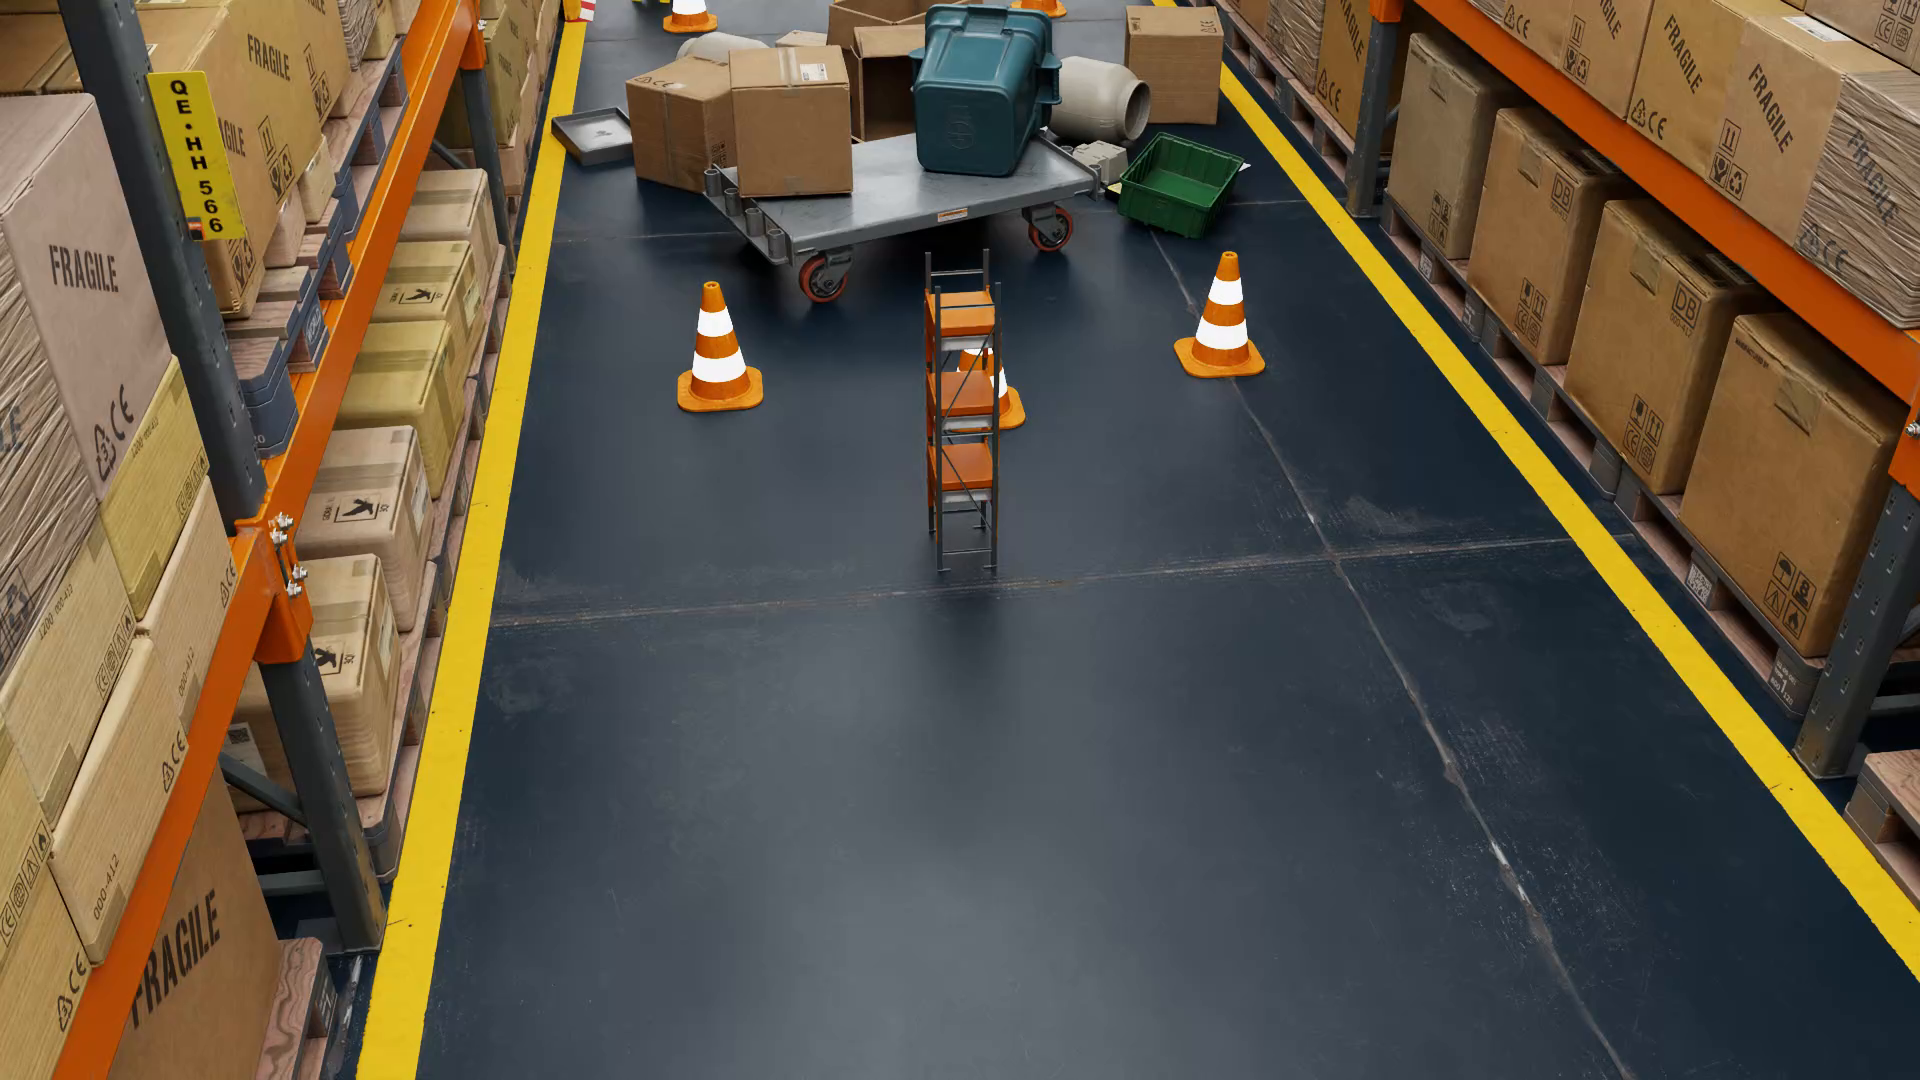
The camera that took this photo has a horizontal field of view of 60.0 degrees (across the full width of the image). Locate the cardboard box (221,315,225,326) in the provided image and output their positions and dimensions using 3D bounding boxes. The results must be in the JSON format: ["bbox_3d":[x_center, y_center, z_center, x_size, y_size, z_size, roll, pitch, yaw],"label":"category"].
[{"bbox_3d":[-1.831,-0.455,3.605,0.380,0.149,0.250,-6,35,-9],"label":"cardboard box"}]

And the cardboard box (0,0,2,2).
[{"bbox_3d":[-2.388,-1.048,3.899,0.500,0.500,0.500,-5,35,-7],"label":"cardboard box"}]

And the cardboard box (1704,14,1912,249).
[{"bbox_3d":[2.528,-1.172,4.718,0.500,0.500,0.500,-4,35,-6],"label":"cardboard box"}]

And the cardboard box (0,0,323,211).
[{"bbox_3d":[-1.879,-1.087,3.955,0.500,0.500,0.500,-3,34,-4],"label":"cardboard box"}]

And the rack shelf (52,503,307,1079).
[{"bbox_3d":[-1.702,1.223,1.930,1.077,0.370,4.000,-4,35,-6],"label":"rack shelf"}]

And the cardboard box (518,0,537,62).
[{"bbox_3d":[-2.473,-2.706,8.461,0.500,0.500,0.500,-3,34,-4],"label":"cardboard box"}]

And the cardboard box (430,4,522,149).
[{"bbox_3d":[-2.321,-2.119,7.599,0.500,0.500,0.500,-3,34,-4],"label":"cardboard box"}]

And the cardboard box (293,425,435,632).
[{"bbox_3d":[-2.144,-0.005,5.054,0.950,0.372,0.625,-5,35,-7],"label":"cardboard box"}]

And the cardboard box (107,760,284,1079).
[{"bbox_3d":[-1.960,0.906,3.271,0.875,0.875,0.875,-5,35,-7],"label":"cardboard box"}]

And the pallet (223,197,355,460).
[{"bbox_3d":[-2.172,-0.501,3.991,1.213,0.211,1.003,-4,35,-6],"label":"pallet"}]

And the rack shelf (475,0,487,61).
[{"bbox_3d":[-2.778,-3.241,8.481,1.077,0.370,4.000,-4,35,-6],"label":"rack shelf"}]

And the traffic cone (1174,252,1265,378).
[{"bbox_3d":[1.067,-0.943,6.722,0.336,0.463,0.334,-4,35,-6],"label":"traffic cone"}]

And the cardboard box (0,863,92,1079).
[{"bbox_3d":[-1.510,0.700,2.192,0.500,0.250,0.500,-5,35,-7],"label":"cardboard box"}]

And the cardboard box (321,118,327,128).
[{"bbox_3d":[-2.029,-1.210,4.712,0.380,0.149,0.250,-3,34,-4],"label":"cardboard box"}]

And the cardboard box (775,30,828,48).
[{"bbox_3d":[-0.869,-2.898,9.871,0.380,0.149,0.250,13,36,18],"label":"cardboard box"}]

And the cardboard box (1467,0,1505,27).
[{"bbox_3d":[2.255,-2.299,6.372,0.500,0.500,0.500,-4,34,-6],"label":"cardboard box"}]

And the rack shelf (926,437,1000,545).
[{"bbox_3d":[0.007,-0.166,5.573,0.215,0.259,0.240,-4,35,-6],"label":"rack shelf"}]

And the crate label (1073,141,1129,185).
[{"bbox_3d":[0.705,-1.922,8.449,0.250,0.136,0.298,27,43,34],"label":"crate label"}]

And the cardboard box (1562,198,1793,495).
[{"bbox_3d":[2.807,-0.700,5.738,1.050,0.750,0.750,-4,34,-6],"label":"cardboard box"}]

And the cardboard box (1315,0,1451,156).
[{"bbox_3d":[2.367,-2.505,8.277,0.875,0.875,0.875,-4,34,-6],"label":"cardboard box"}]

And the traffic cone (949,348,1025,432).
[{"bbox_3d":[0.075,-0.702,6.369,0.336,0.463,0.334,-4,35,-6],"label":"traffic cone"}]

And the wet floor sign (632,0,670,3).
[{"bbox_3d":[-2.012,-3.869,10.854,0.267,0.644,0.232,7,35,10],"label":"wet floor sign"}]

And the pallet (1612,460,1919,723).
[{"bbox_3d":[2.889,0.085,5.438,1.003,0.211,1.213,-4,35,-6],"label":"pallet"}]

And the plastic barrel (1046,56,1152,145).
[{"bbox_3d":[0.710,-2.306,8.758,0.512,0.421,0.421,20,39,26],"label":"plastic barrel"}]

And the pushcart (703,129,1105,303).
[{"bbox_3d":[-0.256,-1.539,7.674,1.648,0.377,0.936,-16,38,-23],"label":"pushcart"}]

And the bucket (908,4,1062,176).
[{"bbox_3d":[0.080,-2.030,7.623,0.726,0.611,0.620,7,45,10],"label":"bucket"}]

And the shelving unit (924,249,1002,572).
[{"bbox_3d":[0.007,-0.404,5.411,0.215,1.050,0.252,-4,35,-6],"label":"shelving unit"}]

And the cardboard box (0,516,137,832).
[{"bbox_3d":[-1.581,0.202,2.479,0.500,0.250,0.500,-5,35,-8],"label":"cardboard box"}]

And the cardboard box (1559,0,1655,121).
[{"bbox_3d":[2.388,-1.737,5.546,0.500,0.500,0.500,-4,34,-6],"label":"cardboard box"}]

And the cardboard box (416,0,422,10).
[{"bbox_3d":[-2.078,-1.936,5.778,0.380,0.149,0.250,-5,35,-7],"label":"cardboard box"}]

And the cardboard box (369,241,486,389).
[{"bbox_3d":[-2.336,-0.817,6.245,0.950,0.372,0.625,-2,34,-3],"label":"cardboard box"}]

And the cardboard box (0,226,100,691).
[{"bbox_3d":[-1.565,-0.090,2.242,0.500,0.500,0.500,-4,34,-6],"label":"cardboard box"}]

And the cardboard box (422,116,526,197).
[{"bbox_3d":[-2.321,-1.809,7.810,0.500,0.250,0.500,-6,35,-9],"label":"cardboard box"}]

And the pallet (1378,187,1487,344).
[{"bbox_3d":[2.561,-1.276,7.436,1.003,0.211,1.213,-4,35,-6],"label":"pallet"}]

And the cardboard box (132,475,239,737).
[{"bbox_3d":[-1.646,0.134,3.022,0.500,0.250,0.500,-6,35,-8],"label":"cardboard box"}]

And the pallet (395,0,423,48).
[{"bbox_3d":[-2.550,-1.906,6.053,1.003,0.211,1.213,-4,35,-6],"label":"pallet"}]

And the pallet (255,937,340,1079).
[{"bbox_3d":[-1.940,1.408,3.497,1.003,0.211,1.213,-4,35,-6],"label":"pallet"}]

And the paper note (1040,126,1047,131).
[{"bbox_3d":[0.387,-2.243,9.021,0.172,0.023,0.155,7,35,10],"label":"paper note"}]

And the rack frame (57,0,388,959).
[{"bbox_3d":[-1.971,-0.190,3.365,1.000,3.000,0.127,-4,35,-6],"label":"rack frame"}]

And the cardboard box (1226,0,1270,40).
[{"bbox_3d":[2.122,-3.517,9.761,0.875,0.875,0.875,-5,35,-7],"label":"cardboard box"}]

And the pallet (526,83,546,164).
[{"bbox_3d":[-2.802,-2.324,8.973,1.003,0.211,1.213,-4,35,-6],"label":"pallet"}]

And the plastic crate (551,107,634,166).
[{"bbox_3d":[-1.908,-2.154,8.840,0.402,0.080,0.583,-16,38,-23],"label":"plastic crate"}]

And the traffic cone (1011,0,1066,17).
[{"bbox_3d":[0.509,-3.634,10.671,0.336,0.463,0.334,-4,35,-6],"label":"traffic cone"}]

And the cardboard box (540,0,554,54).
[{"bbox_3d":[-2.610,-2.971,9.515,0.500,0.250,0.500,-4,35,-6],"label":"cardboard box"}]

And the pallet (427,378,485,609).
[{"bbox_3d":[-2.235,-0.153,5.788,1.003,0.211,1.213,-4,35,-6],"label":"pallet"}]

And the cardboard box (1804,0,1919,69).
[{"bbox_3d":[2.801,-1.609,4.471,0.700,0.500,0.500,-5,35,-7],"label":"cardboard box"}]

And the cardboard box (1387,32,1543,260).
[{"bbox_3d":[2.555,-1.758,7.291,1.050,0.750,0.750,-5,35,-7],"label":"cardboard box"}]

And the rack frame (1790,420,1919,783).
[{"bbox_3d":[2.920,-0.621,3.998,1.000,3.000,0.127,-4,35,-6],"label":"rack frame"}]

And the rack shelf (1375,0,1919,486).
[{"bbox_3d":[2.651,-1.440,5.839,1.077,0.370,4.000,-4,35,-6],"label":"rack shelf"}]

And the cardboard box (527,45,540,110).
[{"bbox_3d":[-2.478,-2.402,8.680,0.500,0.250,0.500,-5,35,-7],"label":"cardboard box"}]

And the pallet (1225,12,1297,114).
[{"bbox_3d":[2.190,-2.814,9.692,1.003,0.211,1.213,-4,35,-6],"label":"pallet"}]

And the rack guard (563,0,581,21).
[{"bbox_3d":[-3.037,-3.579,10.558,1.175,0.500,0.348,-4,35,-6],"label":"rack guard"}]

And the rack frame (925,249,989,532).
[{"bbox_3d":[-0.009,-0.472,5.510,0.200,1.050,0.008,-4,35,-6],"label":"rack frame"}]

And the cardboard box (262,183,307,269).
[{"bbox_3d":[-1.826,-0.772,4.069,0.380,0.149,0.250,-7,35,-9],"label":"cardboard box"}]

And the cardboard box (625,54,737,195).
[{"bbox_3d":[-1.305,-2.091,8.373,0.500,0.500,0.500,20,39,26],"label":"cardboard box"}]

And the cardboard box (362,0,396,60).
[{"bbox_3d":[-2.043,-1.655,5.366,0.380,0.149,0.250,-4,35,-6],"label":"cardboard box"}]

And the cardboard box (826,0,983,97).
[{"bbox_3d":[-0.302,-2.834,9.462,0.637,0.503,0.797,27,43,34],"label":"cardboard box"}]

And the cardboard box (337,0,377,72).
[{"bbox_3d":[-2.017,-1.662,4.800,0.500,0.500,0.500,-6,35,-8],"label":"cardboard box"}]

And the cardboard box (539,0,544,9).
[{"bbox_3d":[-2.607,-3.283,9.307,0.500,0.500,0.500,-3,34,-5],"label":"cardboard box"}]
